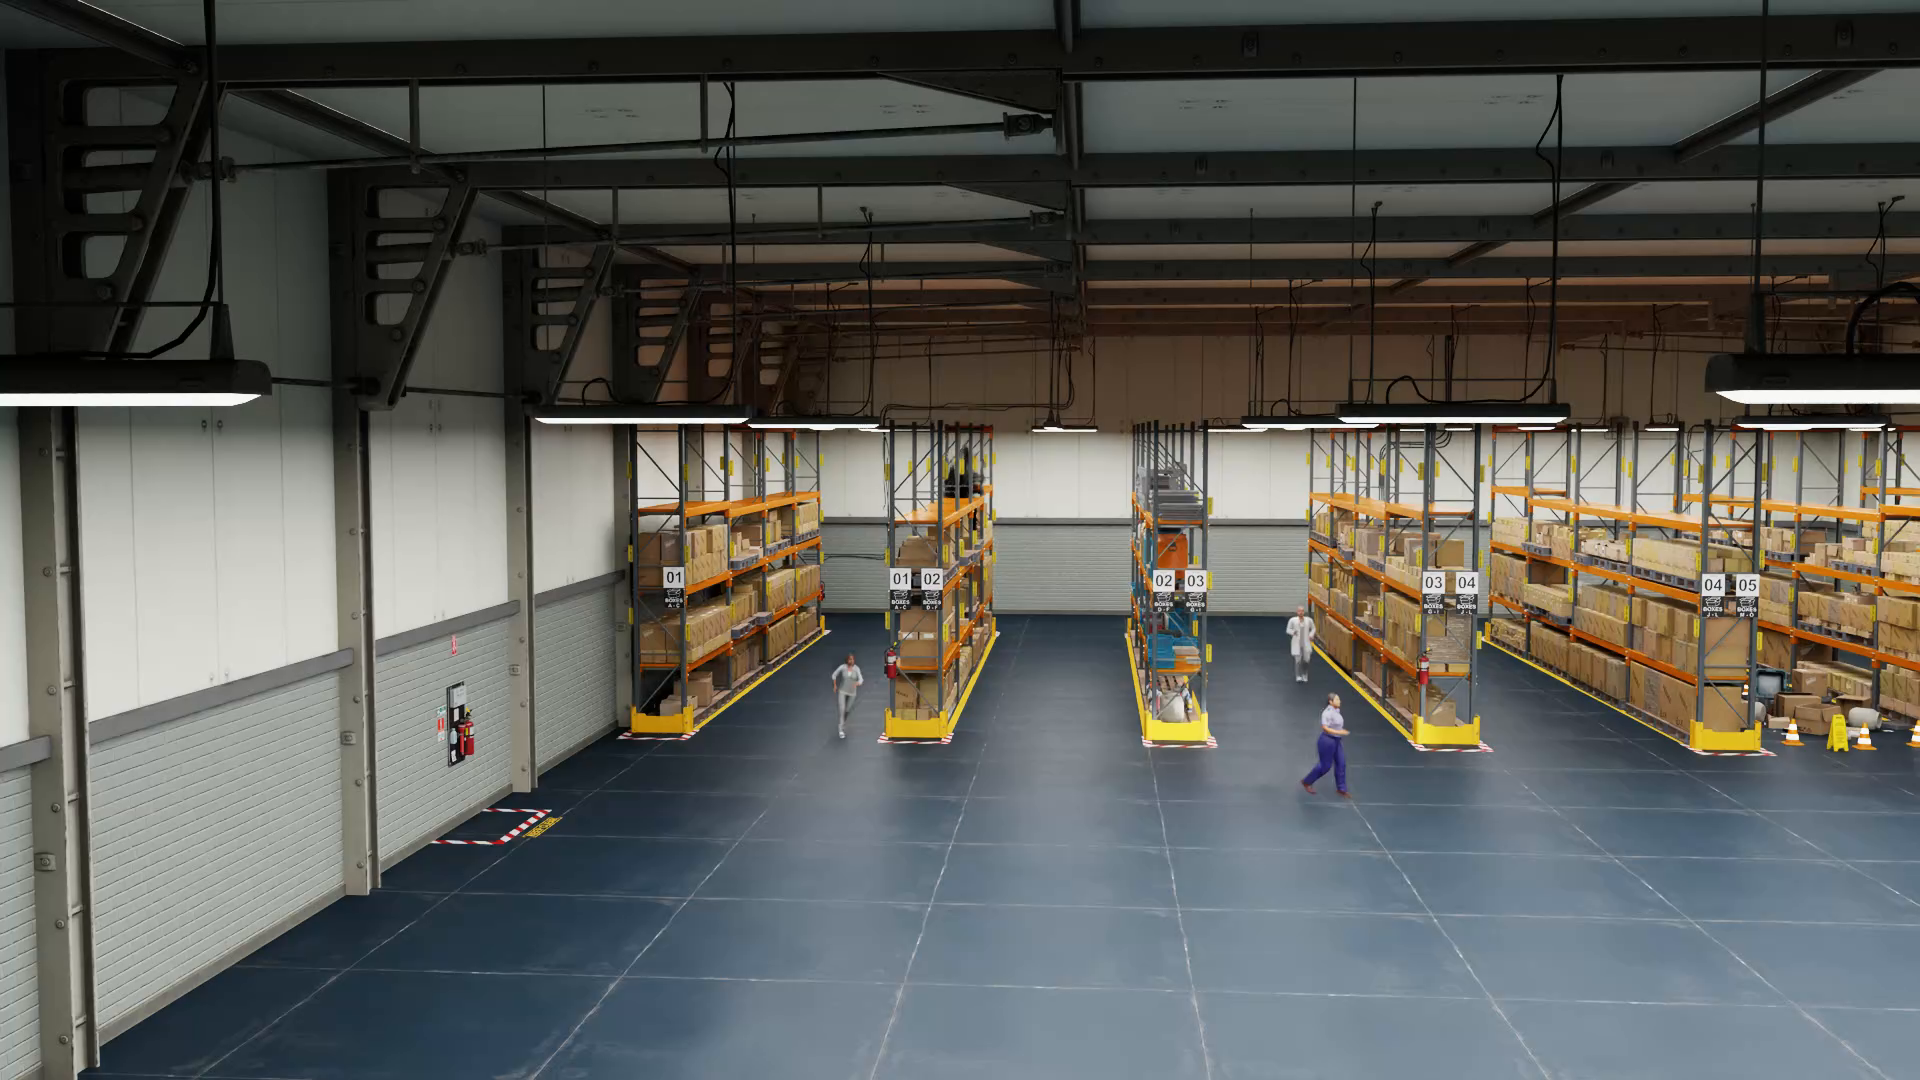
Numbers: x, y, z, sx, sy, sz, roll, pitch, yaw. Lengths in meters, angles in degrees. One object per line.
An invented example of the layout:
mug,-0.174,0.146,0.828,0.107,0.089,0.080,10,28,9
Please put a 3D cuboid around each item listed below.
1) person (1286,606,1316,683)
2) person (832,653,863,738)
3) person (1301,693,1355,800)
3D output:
person,7.877,2.423,38.336,0.692,1.769,0.686,0,4,5
person,-2.127,2.927,31.557,0.578,1.545,0.895,-1,4,-11
person,5.822,3.246,26.256,0.828,1.668,0.623,2,4,31
